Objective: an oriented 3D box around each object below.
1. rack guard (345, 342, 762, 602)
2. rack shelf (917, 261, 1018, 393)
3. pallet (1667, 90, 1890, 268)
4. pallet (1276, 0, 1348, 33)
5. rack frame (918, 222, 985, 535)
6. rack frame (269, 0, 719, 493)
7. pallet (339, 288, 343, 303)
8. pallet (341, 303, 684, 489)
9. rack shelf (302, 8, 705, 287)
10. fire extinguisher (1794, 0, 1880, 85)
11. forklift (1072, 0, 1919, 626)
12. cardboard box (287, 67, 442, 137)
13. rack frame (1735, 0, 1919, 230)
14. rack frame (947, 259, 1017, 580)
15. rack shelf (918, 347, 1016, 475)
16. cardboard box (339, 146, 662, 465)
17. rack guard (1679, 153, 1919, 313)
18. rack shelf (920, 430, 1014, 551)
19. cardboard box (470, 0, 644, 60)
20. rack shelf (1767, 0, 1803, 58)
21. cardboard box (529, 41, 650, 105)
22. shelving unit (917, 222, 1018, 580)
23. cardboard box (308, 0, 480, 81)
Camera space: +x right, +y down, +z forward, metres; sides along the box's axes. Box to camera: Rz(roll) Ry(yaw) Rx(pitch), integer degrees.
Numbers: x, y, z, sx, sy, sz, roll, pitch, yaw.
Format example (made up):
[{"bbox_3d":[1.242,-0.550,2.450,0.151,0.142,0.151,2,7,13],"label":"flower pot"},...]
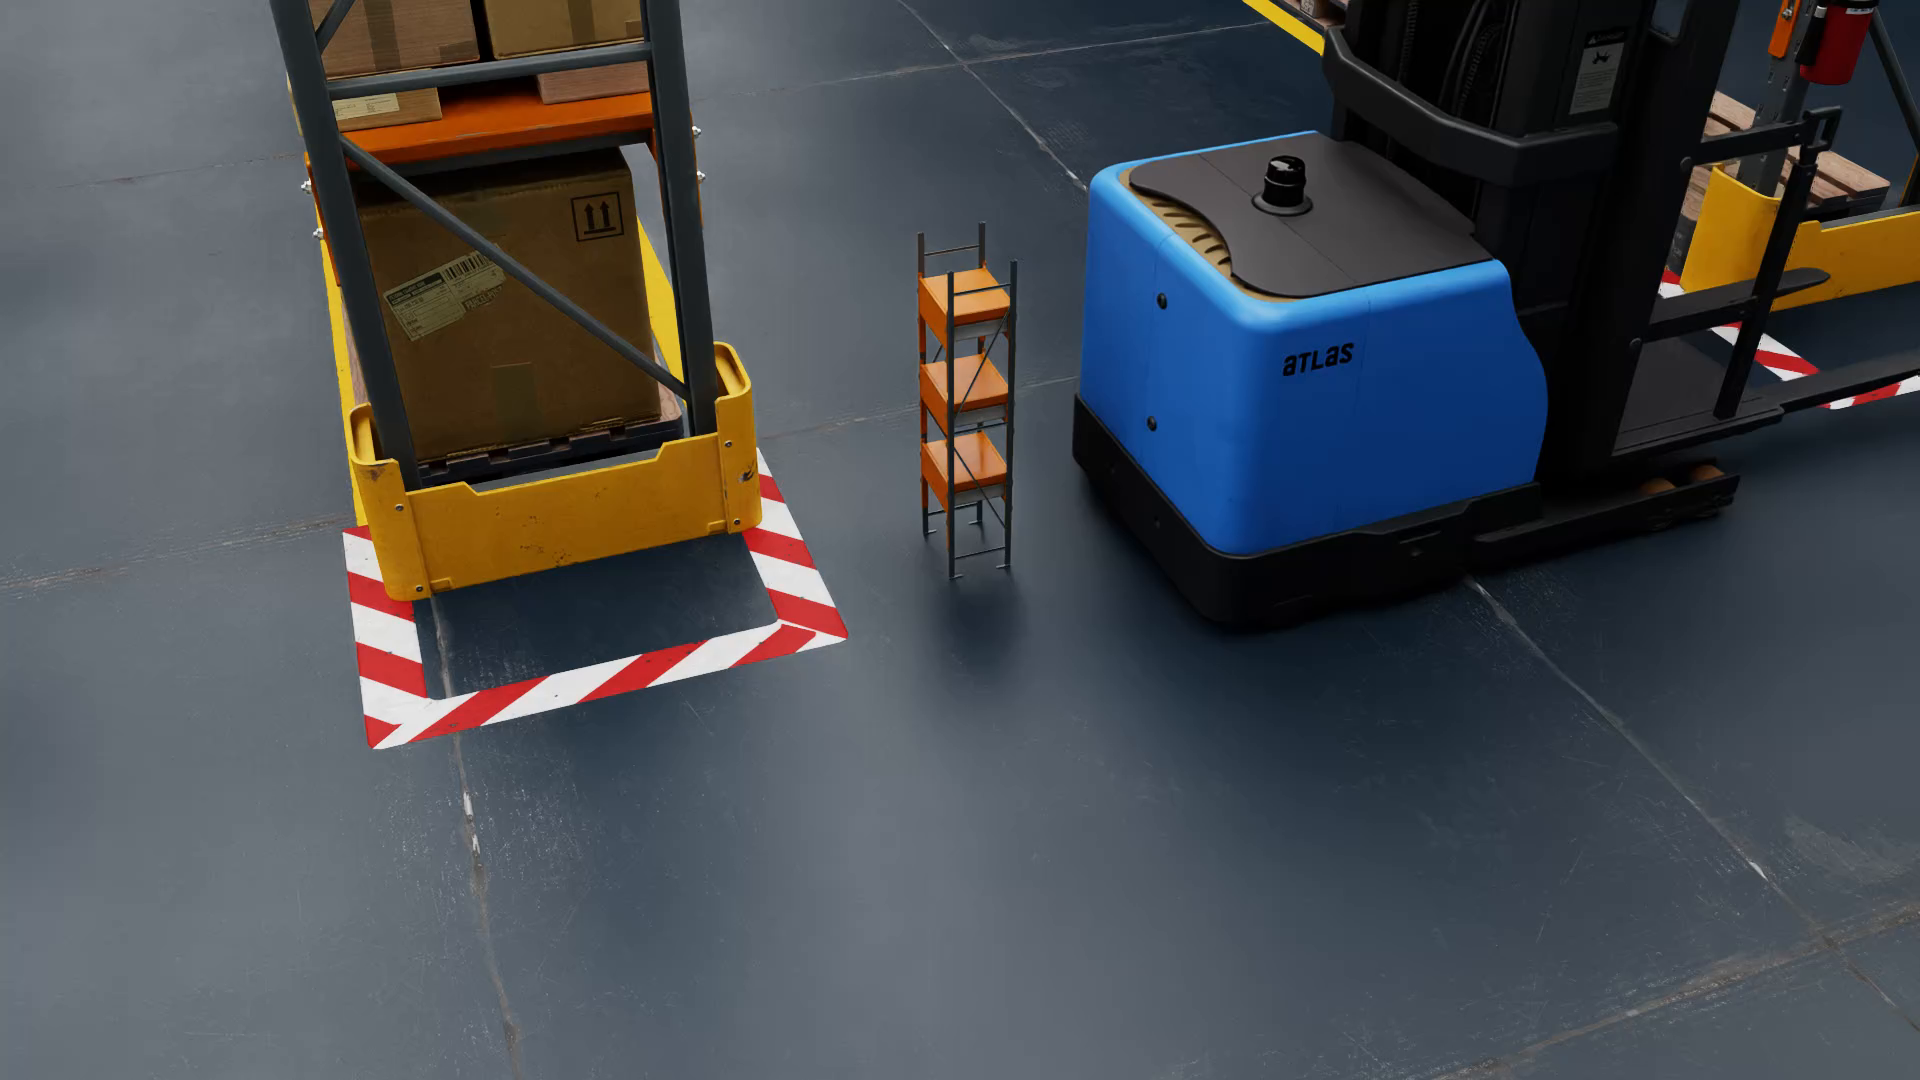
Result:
[{"bbox_3d":[-1.224,-0.220,5.127,1.175,0.500,0.348,-12,39,-16],"label":"rack guard"},{"bbox_3d":[0.018,-0.607,4.730,0.215,0.259,0.240,-12,39,-16],"label":"rack shelf"},{"bbox_3d":[3.171,-1.618,7.222,1.003,0.211,1.213,-12,39,-16],"label":"pallet"},{"bbox_3d":[2.331,-2.996,9.052,1.003,0.211,1.213,-12,39,-16],"label":"pallet"},{"bbox_3d":[-0.024,-0.458,4.985,0.200,1.050,0.008,-12,39,-16],"label":"rack frame"},{"bbox_3d":[-1.232,-1.232,4.393,1.000,3.000,0.127,-12,39,-16],"label":"rack frame"},{"bbox_3d":[-1.997,-1.242,6.723,1.003,0.211,1.213,-12,39,-16],"label":"pallet"},{"bbox_3d":[-1.581,-0.554,5.810,1.003,0.211,1.213,-12,39,-16],"label":"pallet"},{"bbox_3d":[-1.921,-2.075,6.109,1.077,0.370,4.000,-12,39,-16],"label":"rack shelf"},{"bbox_3d":[3.043,-1.899,5.652,0.296,0.674,0.183,-12,39,-16],"label":"fire extinguisher"},{"bbox_3d":[1.940,-1.483,4.782,3.031,2.935,1.130,-14,39,-17],"label":"forklift"},{"bbox_3d":[-1.664,-1.265,4.645,0.380,0.149,0.250,-12,39,-15],"label":"cardboard box"},{"bbox_3d":[3.418,-2.258,5.754,1.000,3.000,0.127,-12,39,-16],"label":"rack frame"},{"bbox_3d":[0.060,-0.320,4.802,0.200,1.050,0.008,-12,39,-16],"label":"rack frame"},{"bbox_3d":[0.018,-0.381,4.900,0.215,0.259,0.240,-12,39,-16],"label":"rack shelf"},{"bbox_3d":[-1.528,-0.896,5.364,0.875,0.875,0.875,-12,39,-16],"label":"cardboard box"},{"bbox_3d":[3.439,-1.248,6.492,1.175,0.500,0.348,-12,39,-16],"label":"rack guard"},{"bbox_3d":[0.018,-0.159,5.068,0.215,0.259,0.240,-12,39,-16],"label":"rack shelf"},{"bbox_3d":[-1.144,-1.618,4.783,0.500,0.250,0.500,-13,39,-17],"label":"cardboard box"},{"bbox_3d":[2.730,-3.100,7.471,1.077,0.370,4.000,-12,39,-16],"label":"rack shelf"},{"bbox_3d":[-1.045,-1.401,4.825,0.380,0.149,0.250,-12,39,-15],"label":"cardboard box"},{"bbox_3d":[0.018,-0.389,4.894,0.215,1.050,0.252,-12,39,-16],"label":"shelving unit"},{"bbox_3d":[-1.648,-1.510,4.639,0.500,0.250,0.500,-13,39,-17],"label":"cardboard box"}]
